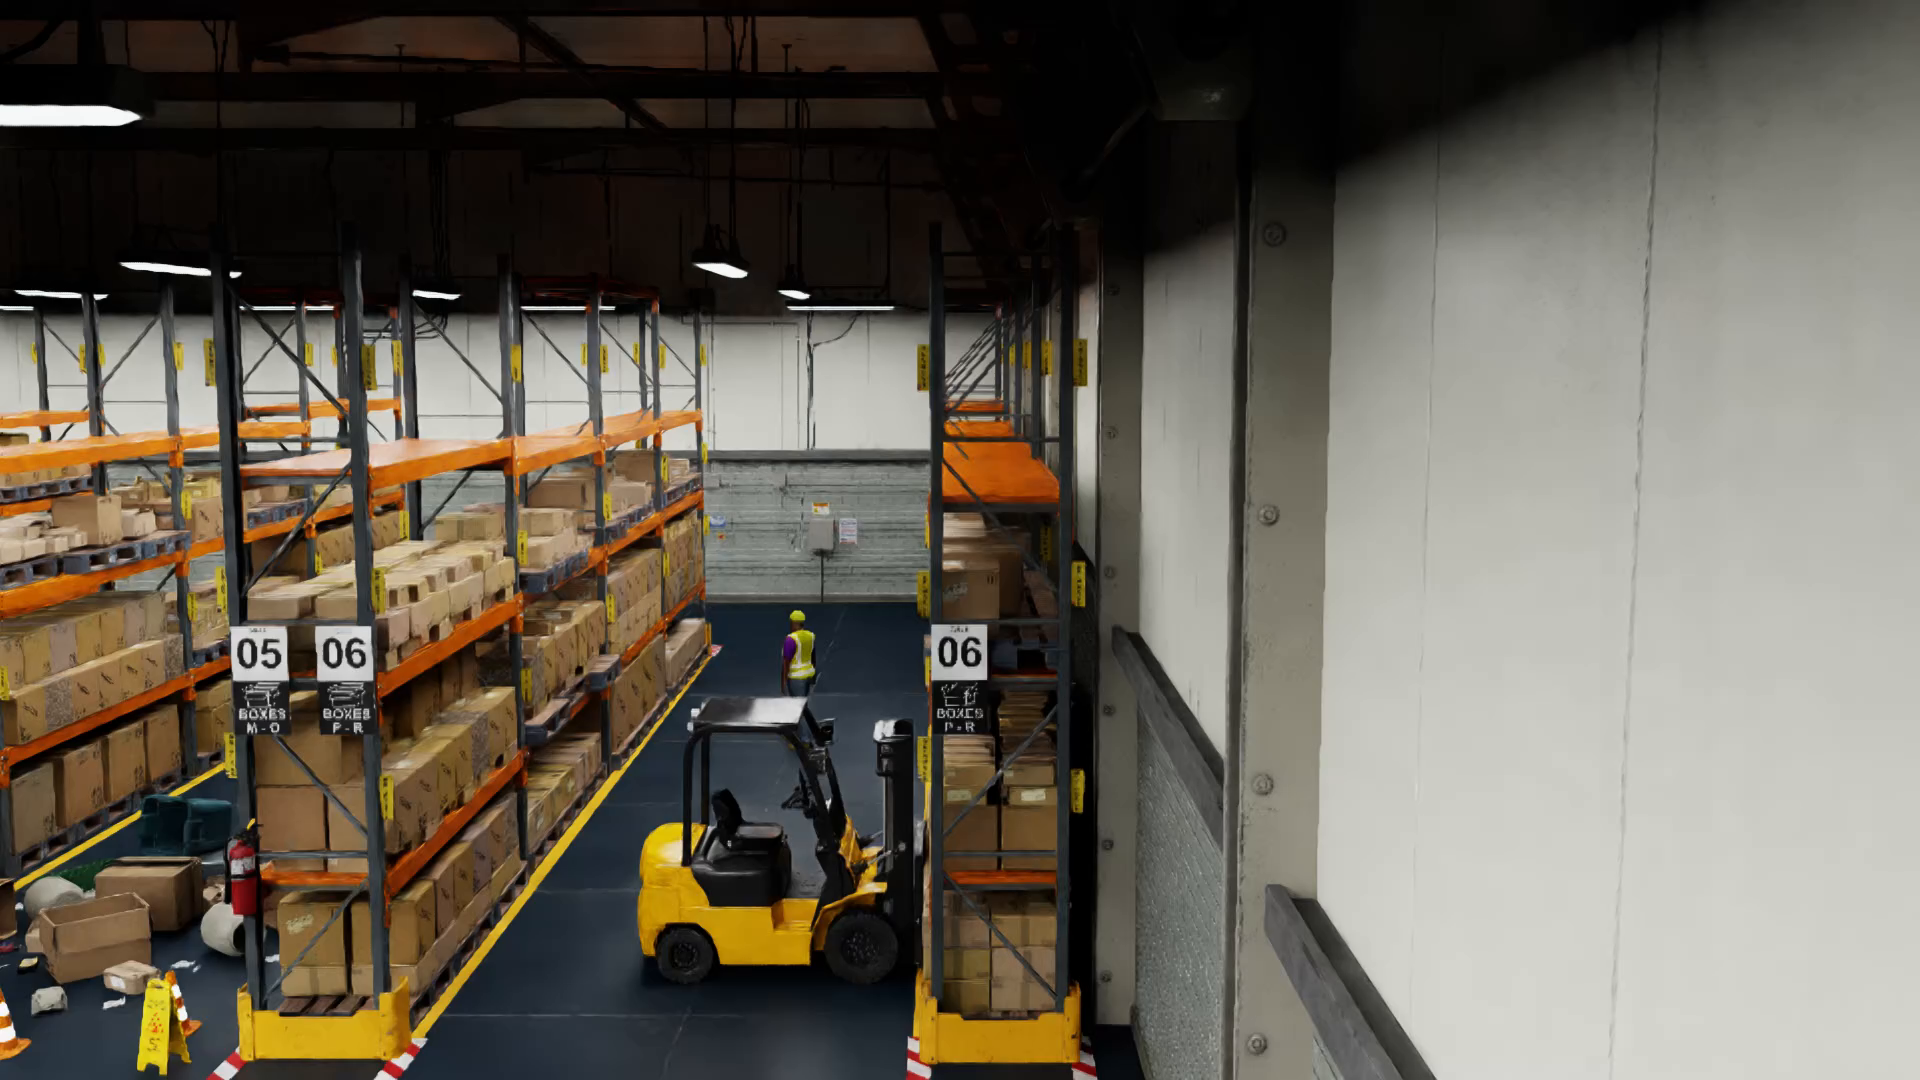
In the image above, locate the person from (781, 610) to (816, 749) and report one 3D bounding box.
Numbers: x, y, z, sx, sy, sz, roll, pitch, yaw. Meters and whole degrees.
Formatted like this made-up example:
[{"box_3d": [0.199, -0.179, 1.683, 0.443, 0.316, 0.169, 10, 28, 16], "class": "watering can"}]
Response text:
[{"box_3d": [-2.112, 1.771, 21.522, 0.585, 1.763, 0.682, 3, 7, 25], "class": "person"}]
